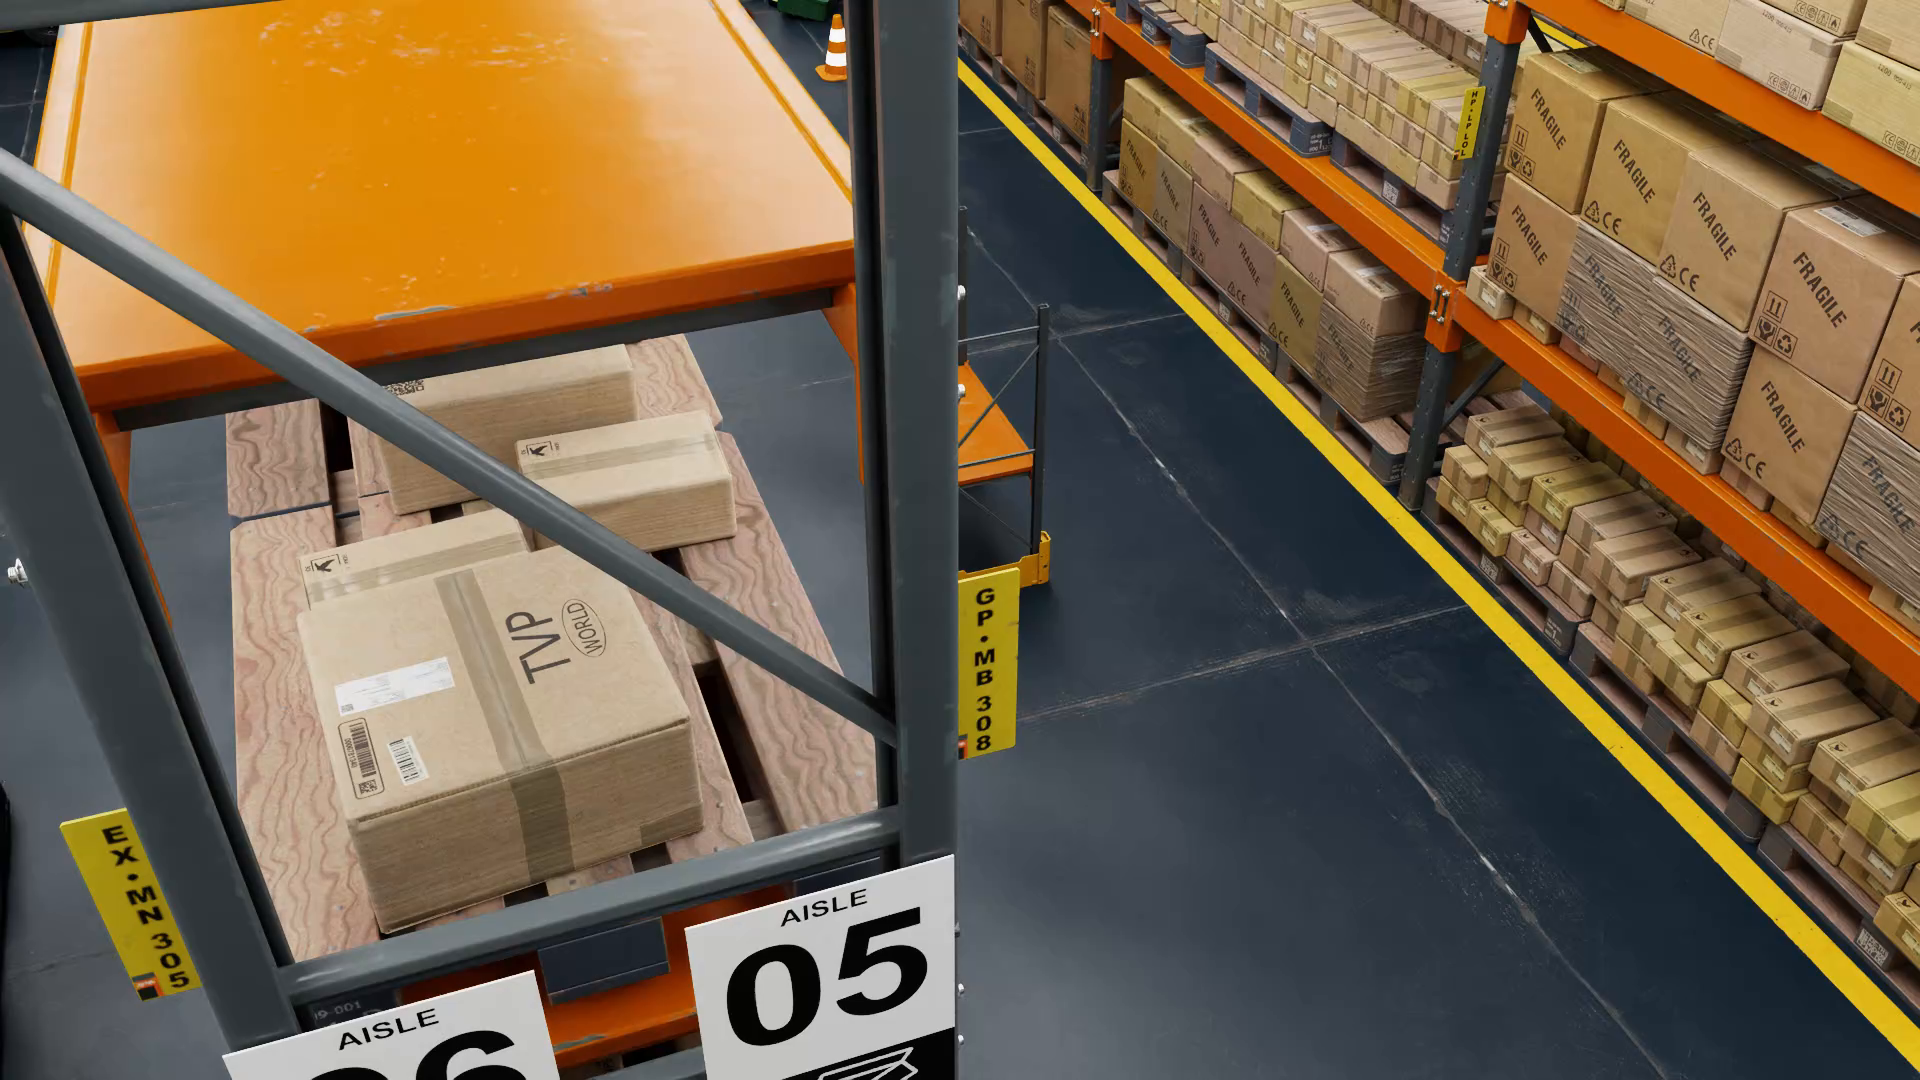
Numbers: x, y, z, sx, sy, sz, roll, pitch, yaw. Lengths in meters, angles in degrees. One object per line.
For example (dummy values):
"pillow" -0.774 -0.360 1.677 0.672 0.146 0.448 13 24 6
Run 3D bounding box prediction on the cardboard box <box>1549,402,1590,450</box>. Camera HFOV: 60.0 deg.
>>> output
"cardboard box" 3.112 -0.593 8.131 0.380 0.149 0.250 -11 38 -15

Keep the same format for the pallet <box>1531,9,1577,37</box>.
"pallet" 5.377 -4.719 14.400 1.003 0.211 1.213 -12 39 -16

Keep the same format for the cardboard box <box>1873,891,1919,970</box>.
"cardboard box" 3.561 1.378 6.008 0.380 0.149 0.250 -11 38 -15

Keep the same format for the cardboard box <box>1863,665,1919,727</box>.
"cardboard box" 3.837 0.572 6.584 0.380 0.149 0.250 -11 38 -14

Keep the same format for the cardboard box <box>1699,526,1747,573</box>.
"cardboard box" 3.526 -0.021 7.372 0.380 0.149 0.250 -14 39 -18

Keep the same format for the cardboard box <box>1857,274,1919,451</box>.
"cardboard box" 3.369 -0.557 5.396 0.500 0.500 0.500 -11 38 -14

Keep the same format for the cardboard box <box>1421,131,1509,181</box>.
"cardboard box" 2.423 -1.844 7.878 0.380 0.149 0.250 -11 38 -15

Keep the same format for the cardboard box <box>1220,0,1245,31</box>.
"cardboard box" 1.709 -3.019 9.437 0.380 0.149 0.250 -12 39 -16

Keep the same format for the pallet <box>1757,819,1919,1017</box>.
"pallet" 3.849 1.391 6.289 1.003 0.211 1.213 -12 39 -16

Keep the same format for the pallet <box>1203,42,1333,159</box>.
"pallet" 2.089 -2.547 9.358 1.003 0.211 1.213 -12 39 -16

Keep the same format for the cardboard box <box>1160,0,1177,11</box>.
"cardboard box" 1.426 -3.355 10.131 0.380 0.149 0.250 -11 38 -14

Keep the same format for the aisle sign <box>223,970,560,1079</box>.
"aisle sign" -0.757 0.934 2.416 0.394 0.787 0.004 -12 39 -16

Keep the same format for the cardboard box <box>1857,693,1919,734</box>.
"cardboard box" 3.807 0.705 6.655 0.380 0.149 0.250 -14 39 -18

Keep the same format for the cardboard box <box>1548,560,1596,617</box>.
"cardboard box" 2.929 0.182 7.596 0.380 0.149 0.250 -13 39 -17

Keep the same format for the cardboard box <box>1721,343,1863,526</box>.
"cardboard box" 3.208 -0.434 6.063 0.500 0.500 0.500 -11 38 -14

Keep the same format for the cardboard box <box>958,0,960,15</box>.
"cardboard box" 0.291 -4.930 13.883 1.050 0.750 0.750 -13 39 -16

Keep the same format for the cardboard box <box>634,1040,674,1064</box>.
"cardboard box" -0.389 1.098 3.445 0.500 0.500 0.500 -13 39 -17

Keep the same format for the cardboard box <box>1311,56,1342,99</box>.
"cardboard box" 2.062 -2.434 8.661 0.380 0.149 0.250 -14 39 -18

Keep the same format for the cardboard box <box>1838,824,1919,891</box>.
"cardboard box" 3.492 1.106 6.122 0.380 0.149 0.250 -14 39 -18

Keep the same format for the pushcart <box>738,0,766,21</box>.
"pushcart" -2.497 -4.364 13.790 1.648 0.377 0.936 -27 45 -31

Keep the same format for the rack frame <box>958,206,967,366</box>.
"rack frame" -0.204 -0.934 8.304 0.500 1.500 0.032 -12 39 -16

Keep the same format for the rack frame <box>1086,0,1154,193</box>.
"rack frame" 1.369 -3.733 10.774 1.000 3.000 0.127 -12 39 -16

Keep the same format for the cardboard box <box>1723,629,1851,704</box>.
"cardboard box" 3.300 0.527 6.643 0.380 0.149 0.250 -14 39 -17

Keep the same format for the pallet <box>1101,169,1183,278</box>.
"pallet" 1.636 -2.178 11.026 1.003 0.211 1.213 -12 39 -16

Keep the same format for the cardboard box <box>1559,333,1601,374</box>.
"cardboard box" 2.835 -0.875 7.188 0.380 0.149 0.250 -14 39 -18

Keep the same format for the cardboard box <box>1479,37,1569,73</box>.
"cardboard box" 2.854 -2.398 8.366 0.380 0.149 0.250 -12 39 -16

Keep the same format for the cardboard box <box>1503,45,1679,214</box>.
"cardboard box" 2.672 -1.727 6.948 0.500 0.500 0.500 -12 38 -15

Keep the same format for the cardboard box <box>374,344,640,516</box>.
"cardboard box" -0.959 -0.358 3.442 0.500 0.311 0.500 -12 39 -15

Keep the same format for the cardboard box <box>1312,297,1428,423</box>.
"cardboard box" 2.254 -1.009 8.885 0.500 0.500 0.500 -13 39 -17

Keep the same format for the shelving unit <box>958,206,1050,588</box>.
"shelving unit" -0.026 -0.642 7.916 0.587 1.500 1.083 -12 39 -16

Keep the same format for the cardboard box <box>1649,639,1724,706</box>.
"cardboard box" 3.110 0.517 6.904 0.380 0.149 0.250 -12 39 -15

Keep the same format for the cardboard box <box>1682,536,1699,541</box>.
"cardboard box" 3.360 -0.050 7.656 0.380 0.149 0.250 -12 39 -16

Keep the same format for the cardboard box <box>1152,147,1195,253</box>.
"cardboard box" 1.549 -2.167 10.423 0.500 0.500 0.500 -12 39 -15

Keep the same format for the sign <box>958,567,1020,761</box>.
"sign" 0.032 0.177 2.296 0.100 0.325 0.005 -12 39 -16

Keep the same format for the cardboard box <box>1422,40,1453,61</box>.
"cardboard box" 2.677 -2.568 8.839 0.380 0.149 0.250 -11 38 -14

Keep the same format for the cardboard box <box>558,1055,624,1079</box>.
"cardboard box" -0.803 1.008 3.026 0.380 0.149 0.250 -12 39 -15

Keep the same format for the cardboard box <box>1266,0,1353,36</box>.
"cardboard box" 1.882 -2.853 8.971 0.380 0.149 0.250 -13 39 -17

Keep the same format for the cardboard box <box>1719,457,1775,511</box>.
"cardboard box" 3.170 -0.270 6.384 0.380 0.149 0.250 -11 38 -14

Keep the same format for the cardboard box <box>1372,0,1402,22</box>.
"cardboard box" 2.500 -2.978 9.137 0.380 0.149 0.250 -11 38 -15

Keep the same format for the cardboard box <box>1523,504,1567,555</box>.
"cardboard box" 2.859 -0.096 7.718 0.380 0.149 0.250 -13 39 -16

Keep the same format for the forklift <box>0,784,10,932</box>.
"forklift" -4.264 0.264 5.524 1.130 2.935 3.031 -14 39 -18

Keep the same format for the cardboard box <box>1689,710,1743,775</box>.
"cardboard box" 3.232 0.785 6.796 0.380 0.149 0.250 -12 39 -15

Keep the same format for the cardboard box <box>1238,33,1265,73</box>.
"cardboard box" 1.792 -2.758 9.338 0.380 0.149 0.250 -12 39 -15

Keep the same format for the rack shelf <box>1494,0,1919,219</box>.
"rack shelf" 3.434 -1.255 5.588 1.077 0.370 4.000 -12 39 -16

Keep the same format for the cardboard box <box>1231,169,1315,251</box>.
"cardboard box" 1.892 -1.900 9.445 0.500 0.250 0.500 -14 39 -18

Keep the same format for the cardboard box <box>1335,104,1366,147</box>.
"cardboard box" 2.163 -2.154 8.537 0.380 0.149 0.250 -14 39 -18

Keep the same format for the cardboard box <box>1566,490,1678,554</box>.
"cardboard box" 2.953 -0.060 7.423 0.380 0.149 0.250 -13 39 -17

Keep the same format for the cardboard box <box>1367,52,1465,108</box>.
"cardboard box" 2.244 -2.263 8.187 0.380 0.149 0.250 -14 39 -17

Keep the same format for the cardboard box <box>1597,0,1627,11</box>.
"cardboard box" 2.657 -2.296 6.497 0.500 0.250 0.500 -11 38 -14
